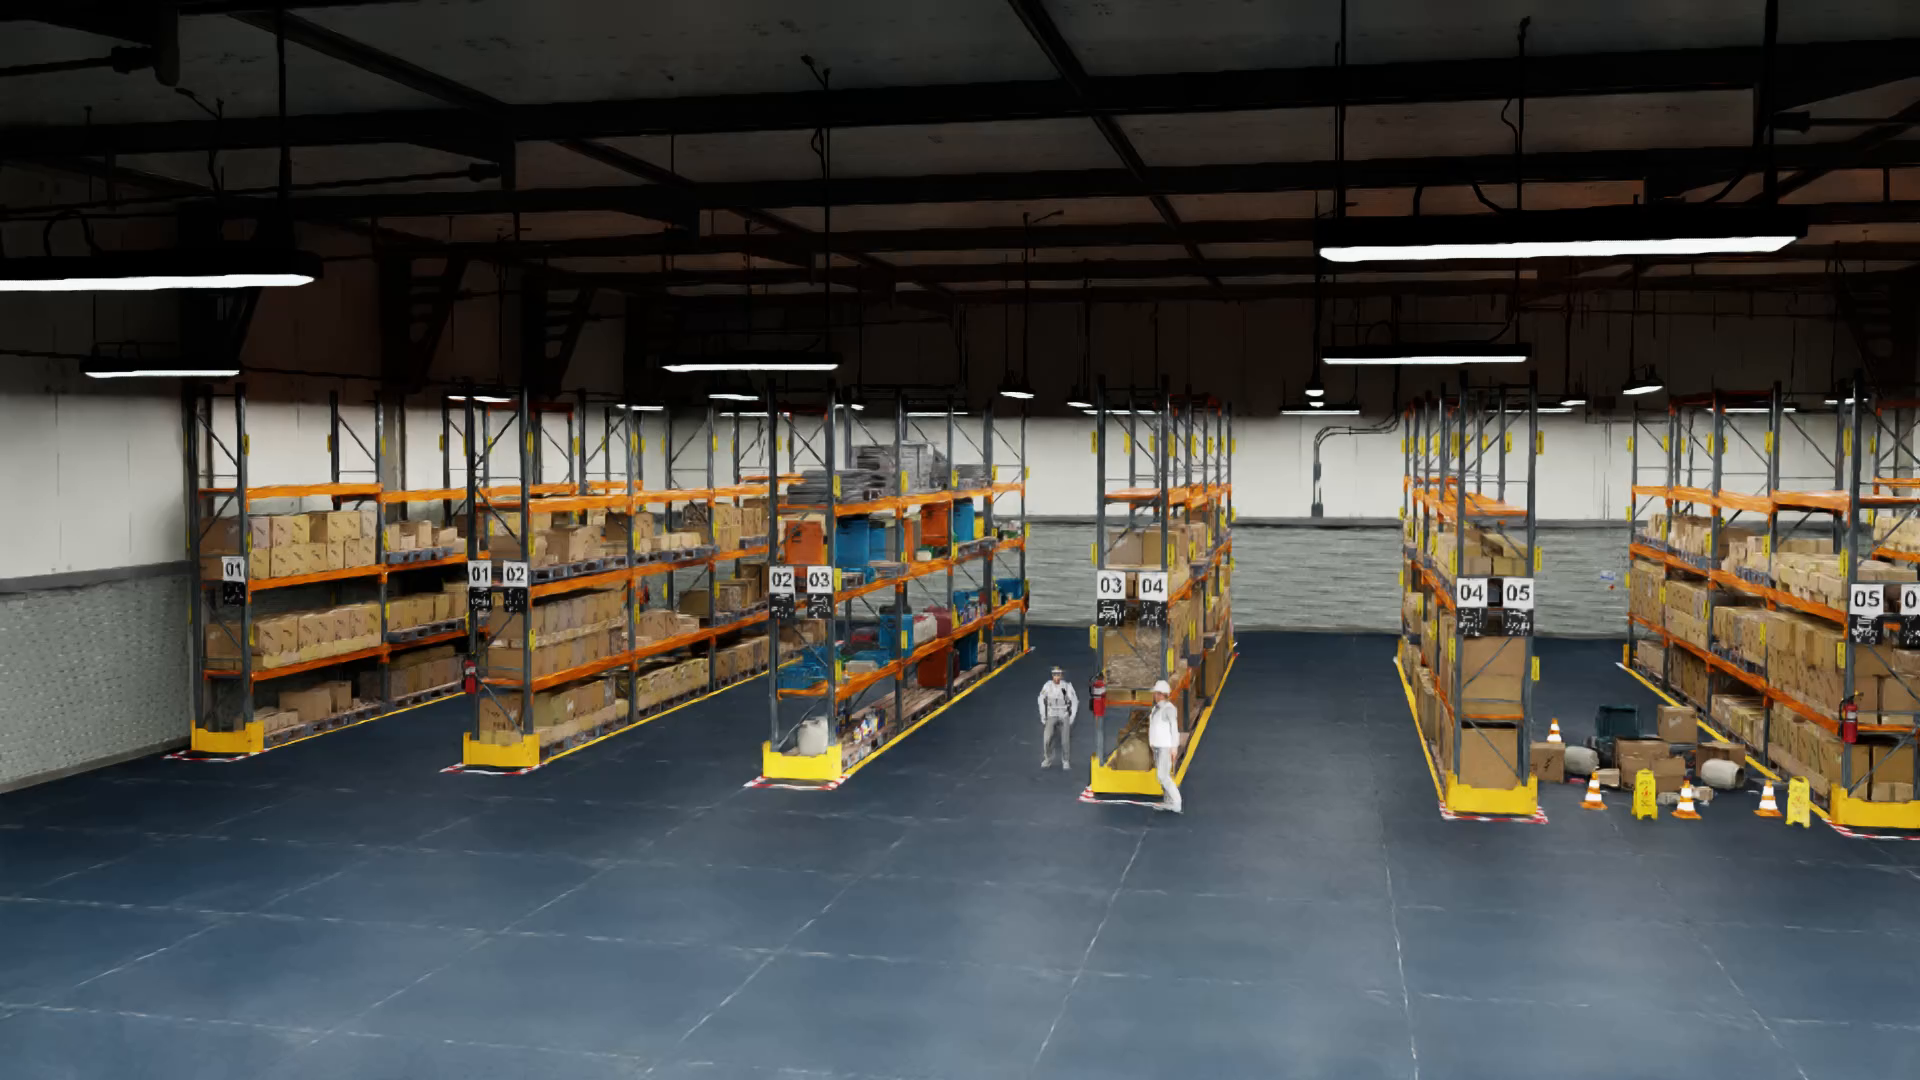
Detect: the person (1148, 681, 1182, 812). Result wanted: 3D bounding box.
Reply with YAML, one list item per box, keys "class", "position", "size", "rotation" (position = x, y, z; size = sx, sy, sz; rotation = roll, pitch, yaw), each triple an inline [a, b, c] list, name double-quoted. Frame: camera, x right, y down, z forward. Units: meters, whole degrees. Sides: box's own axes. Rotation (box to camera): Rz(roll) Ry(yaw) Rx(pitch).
- class: "person"
  position: [2.804, 2.809, 22.708]
  size: [0.399, 1.767, 0.643]
  rotation: [-1, 3, -19]

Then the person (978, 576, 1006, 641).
- class: "person"
  position: [0.800, 1.733, 42.245]
  size: [0.617, 1.723, 0.958]
  rotation: [2, 4, 36]

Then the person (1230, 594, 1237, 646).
- class: "person"
  position: [6.563, 1.824, 41.496]
  size: [0.485, 1.622, 0.950]
  rotation: [-1, 3, -10]

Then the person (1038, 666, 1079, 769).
- class: "person"
  position: [1.513, 2.725, 25.688]
  size: [0.639, 1.632, 0.512]
  rotation: [1, 3, 11]
